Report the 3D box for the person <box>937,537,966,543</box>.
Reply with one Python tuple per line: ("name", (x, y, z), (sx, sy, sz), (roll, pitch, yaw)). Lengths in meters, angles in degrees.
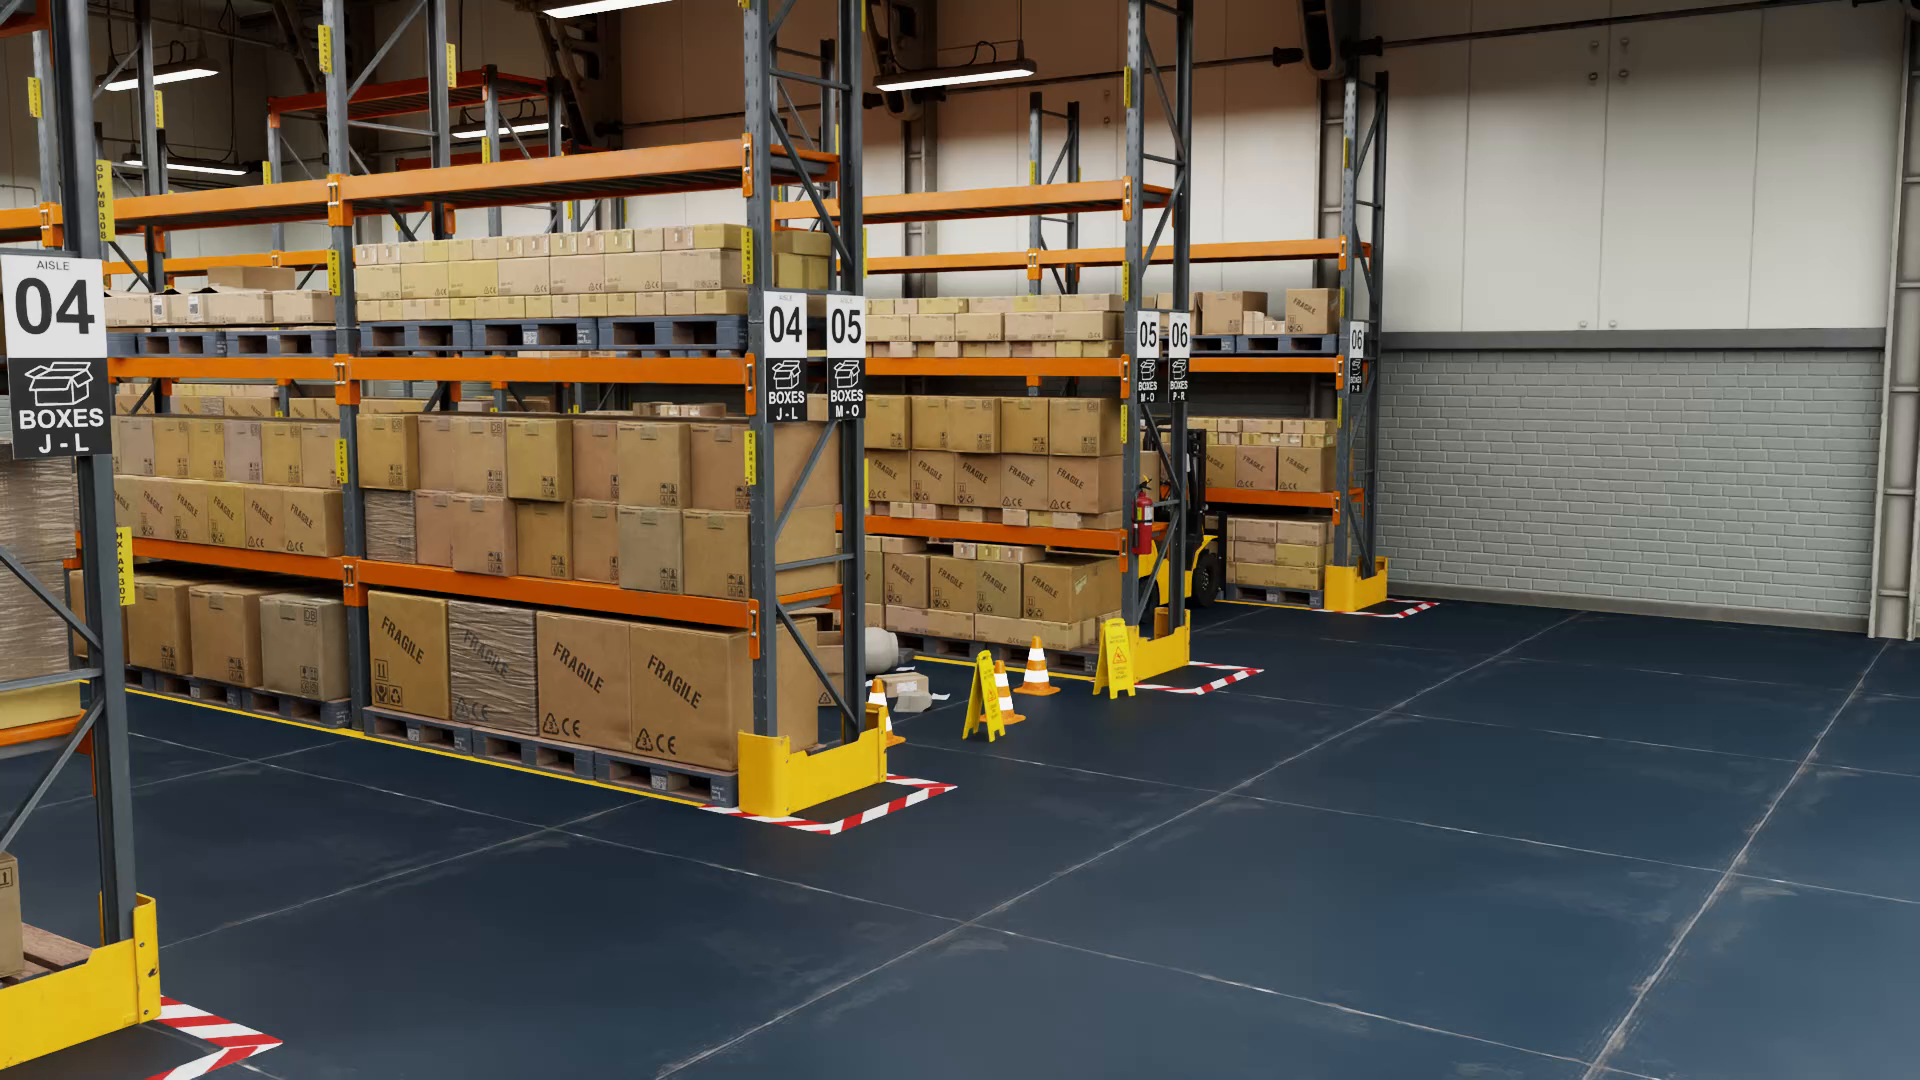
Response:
("person", (-0.020, -0.039, 18.218), (0.535, 1.731, 0.489), (1, 6, 6))
